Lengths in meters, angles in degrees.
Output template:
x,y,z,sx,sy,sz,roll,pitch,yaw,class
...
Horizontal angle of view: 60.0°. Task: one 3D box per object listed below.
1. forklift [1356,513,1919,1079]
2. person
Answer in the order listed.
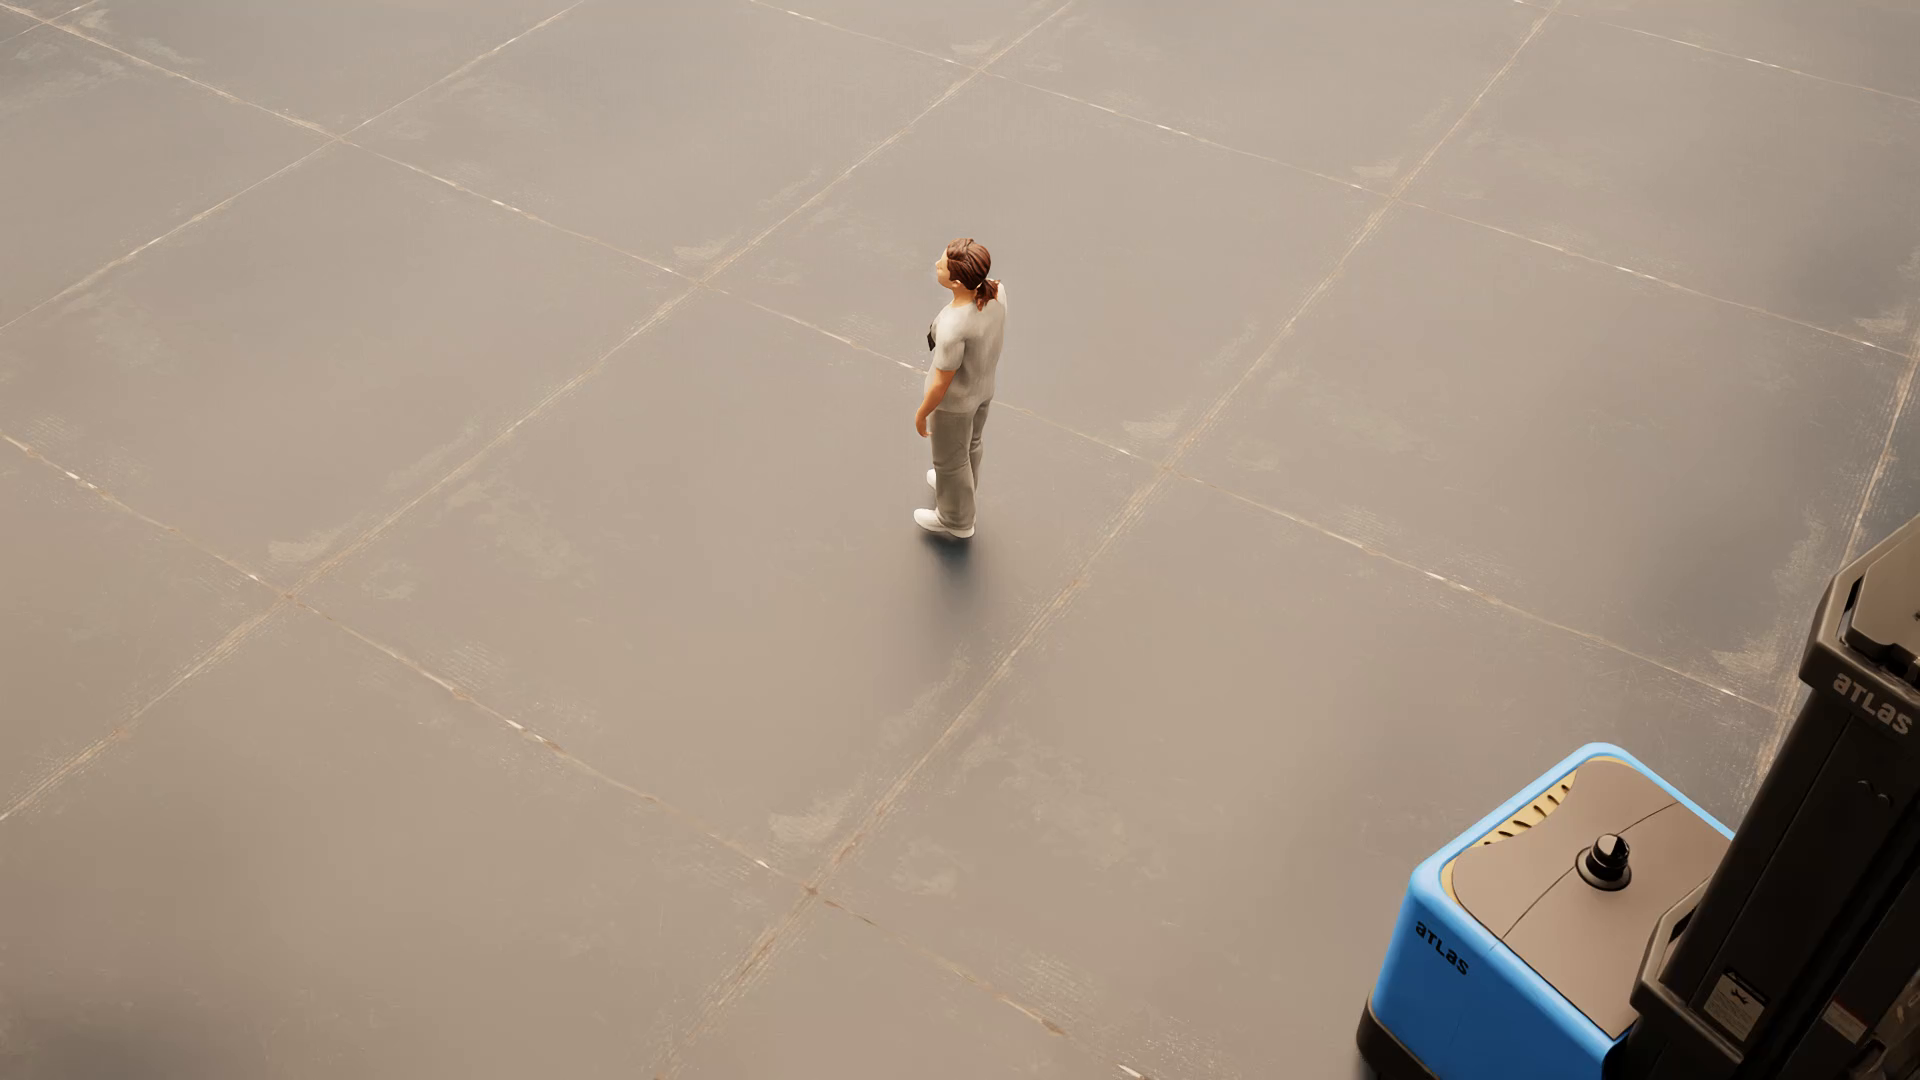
x,y,z,sx,sy,sz,roll,pitch,yaw,class
2.706,1.398,4.375,1.130,2.935,3.031,-27,50,-26,forklift
-0.055,-0.678,7.407,0.547,1.673,0.549,24,48,23,person
